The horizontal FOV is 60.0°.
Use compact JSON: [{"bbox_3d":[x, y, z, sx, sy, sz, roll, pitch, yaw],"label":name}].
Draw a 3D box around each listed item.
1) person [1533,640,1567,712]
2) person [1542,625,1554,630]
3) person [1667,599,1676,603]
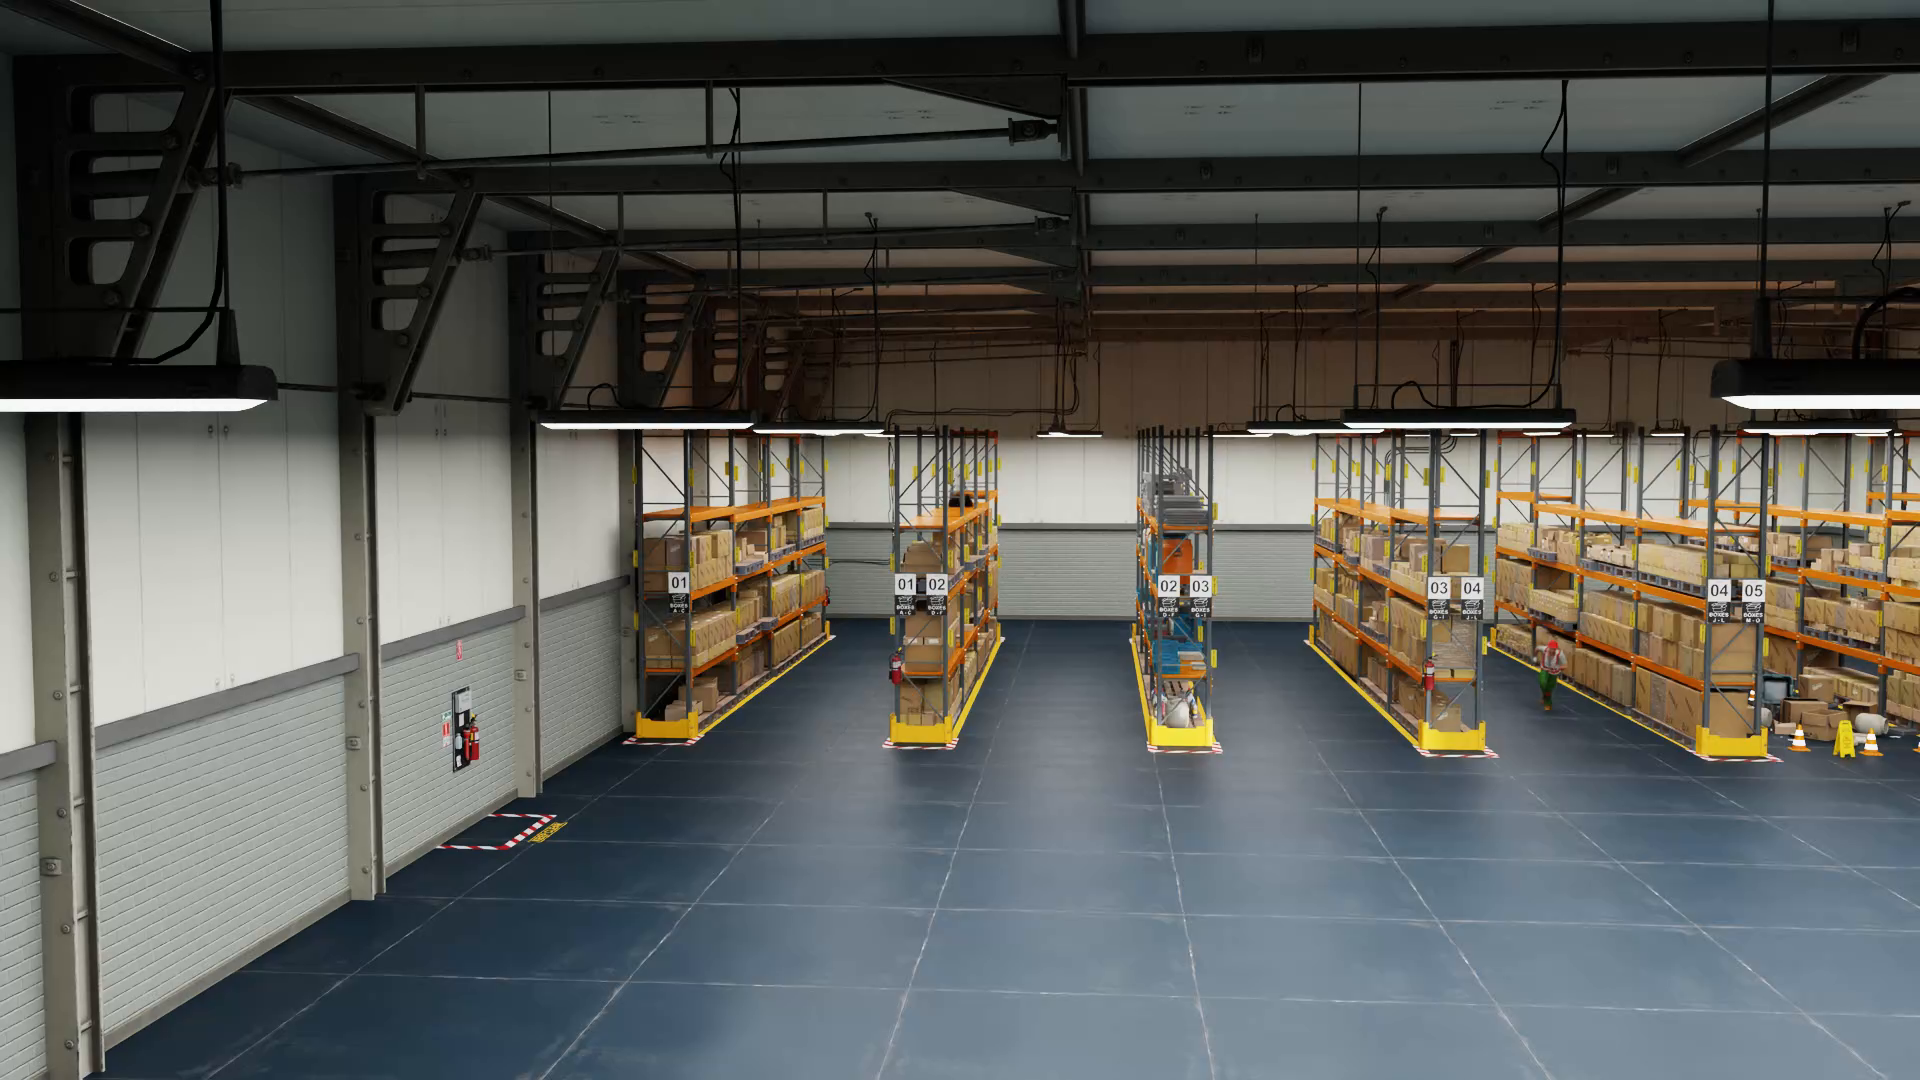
[{"bbox_3d":[12.501,2.844,35.253,0.666,1.547,1.175,1,4,17],"label":"person"},{"bbox_3d":[16.687,2.130,46.775,0.649,1.636,0.659,2,4,26],"label":"person"},{"bbox_3d":[21.091,1.999,49.063,0.676,1.550,0.534,-1,4,-14],"label":"person"}]
